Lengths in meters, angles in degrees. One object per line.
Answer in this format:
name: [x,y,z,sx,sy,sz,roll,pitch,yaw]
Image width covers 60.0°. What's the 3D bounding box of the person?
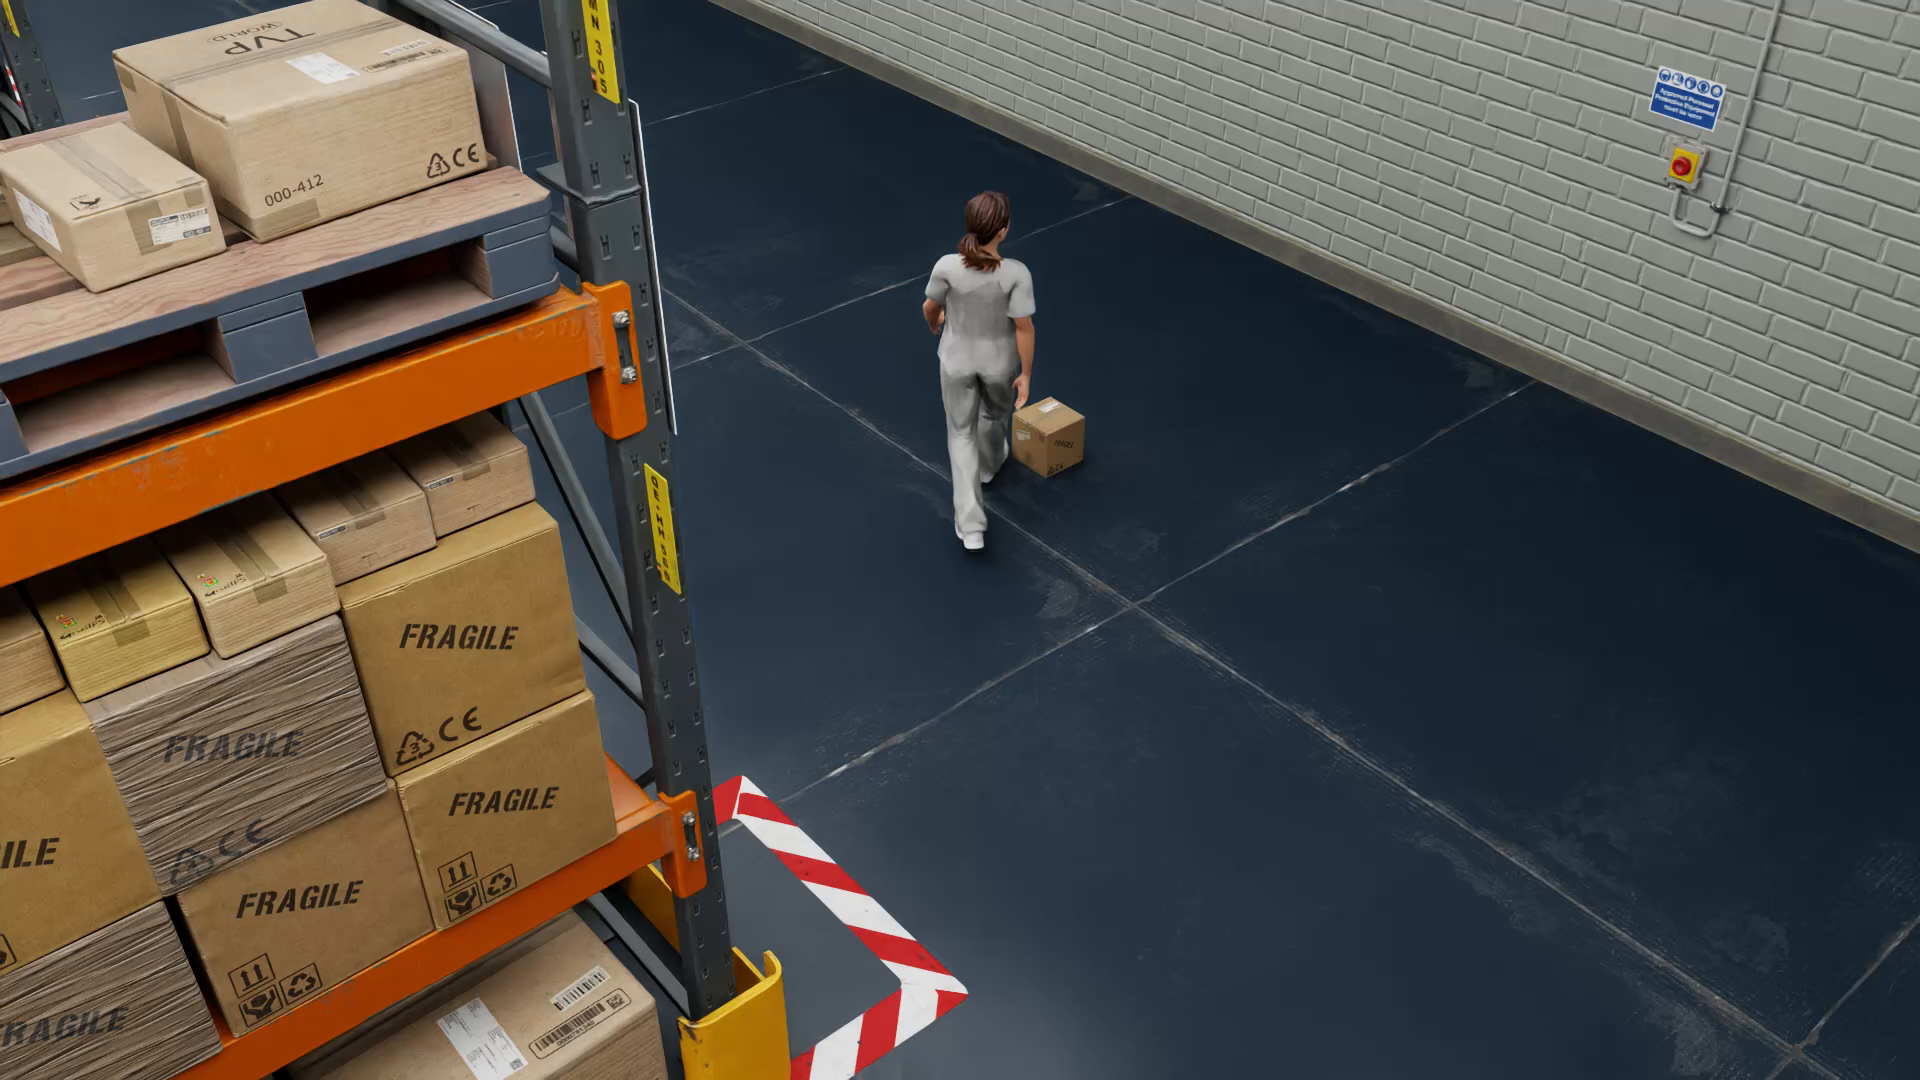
person: [0.085,-0.813,7.278,0.487,1.621,0.944,2,36,3]
